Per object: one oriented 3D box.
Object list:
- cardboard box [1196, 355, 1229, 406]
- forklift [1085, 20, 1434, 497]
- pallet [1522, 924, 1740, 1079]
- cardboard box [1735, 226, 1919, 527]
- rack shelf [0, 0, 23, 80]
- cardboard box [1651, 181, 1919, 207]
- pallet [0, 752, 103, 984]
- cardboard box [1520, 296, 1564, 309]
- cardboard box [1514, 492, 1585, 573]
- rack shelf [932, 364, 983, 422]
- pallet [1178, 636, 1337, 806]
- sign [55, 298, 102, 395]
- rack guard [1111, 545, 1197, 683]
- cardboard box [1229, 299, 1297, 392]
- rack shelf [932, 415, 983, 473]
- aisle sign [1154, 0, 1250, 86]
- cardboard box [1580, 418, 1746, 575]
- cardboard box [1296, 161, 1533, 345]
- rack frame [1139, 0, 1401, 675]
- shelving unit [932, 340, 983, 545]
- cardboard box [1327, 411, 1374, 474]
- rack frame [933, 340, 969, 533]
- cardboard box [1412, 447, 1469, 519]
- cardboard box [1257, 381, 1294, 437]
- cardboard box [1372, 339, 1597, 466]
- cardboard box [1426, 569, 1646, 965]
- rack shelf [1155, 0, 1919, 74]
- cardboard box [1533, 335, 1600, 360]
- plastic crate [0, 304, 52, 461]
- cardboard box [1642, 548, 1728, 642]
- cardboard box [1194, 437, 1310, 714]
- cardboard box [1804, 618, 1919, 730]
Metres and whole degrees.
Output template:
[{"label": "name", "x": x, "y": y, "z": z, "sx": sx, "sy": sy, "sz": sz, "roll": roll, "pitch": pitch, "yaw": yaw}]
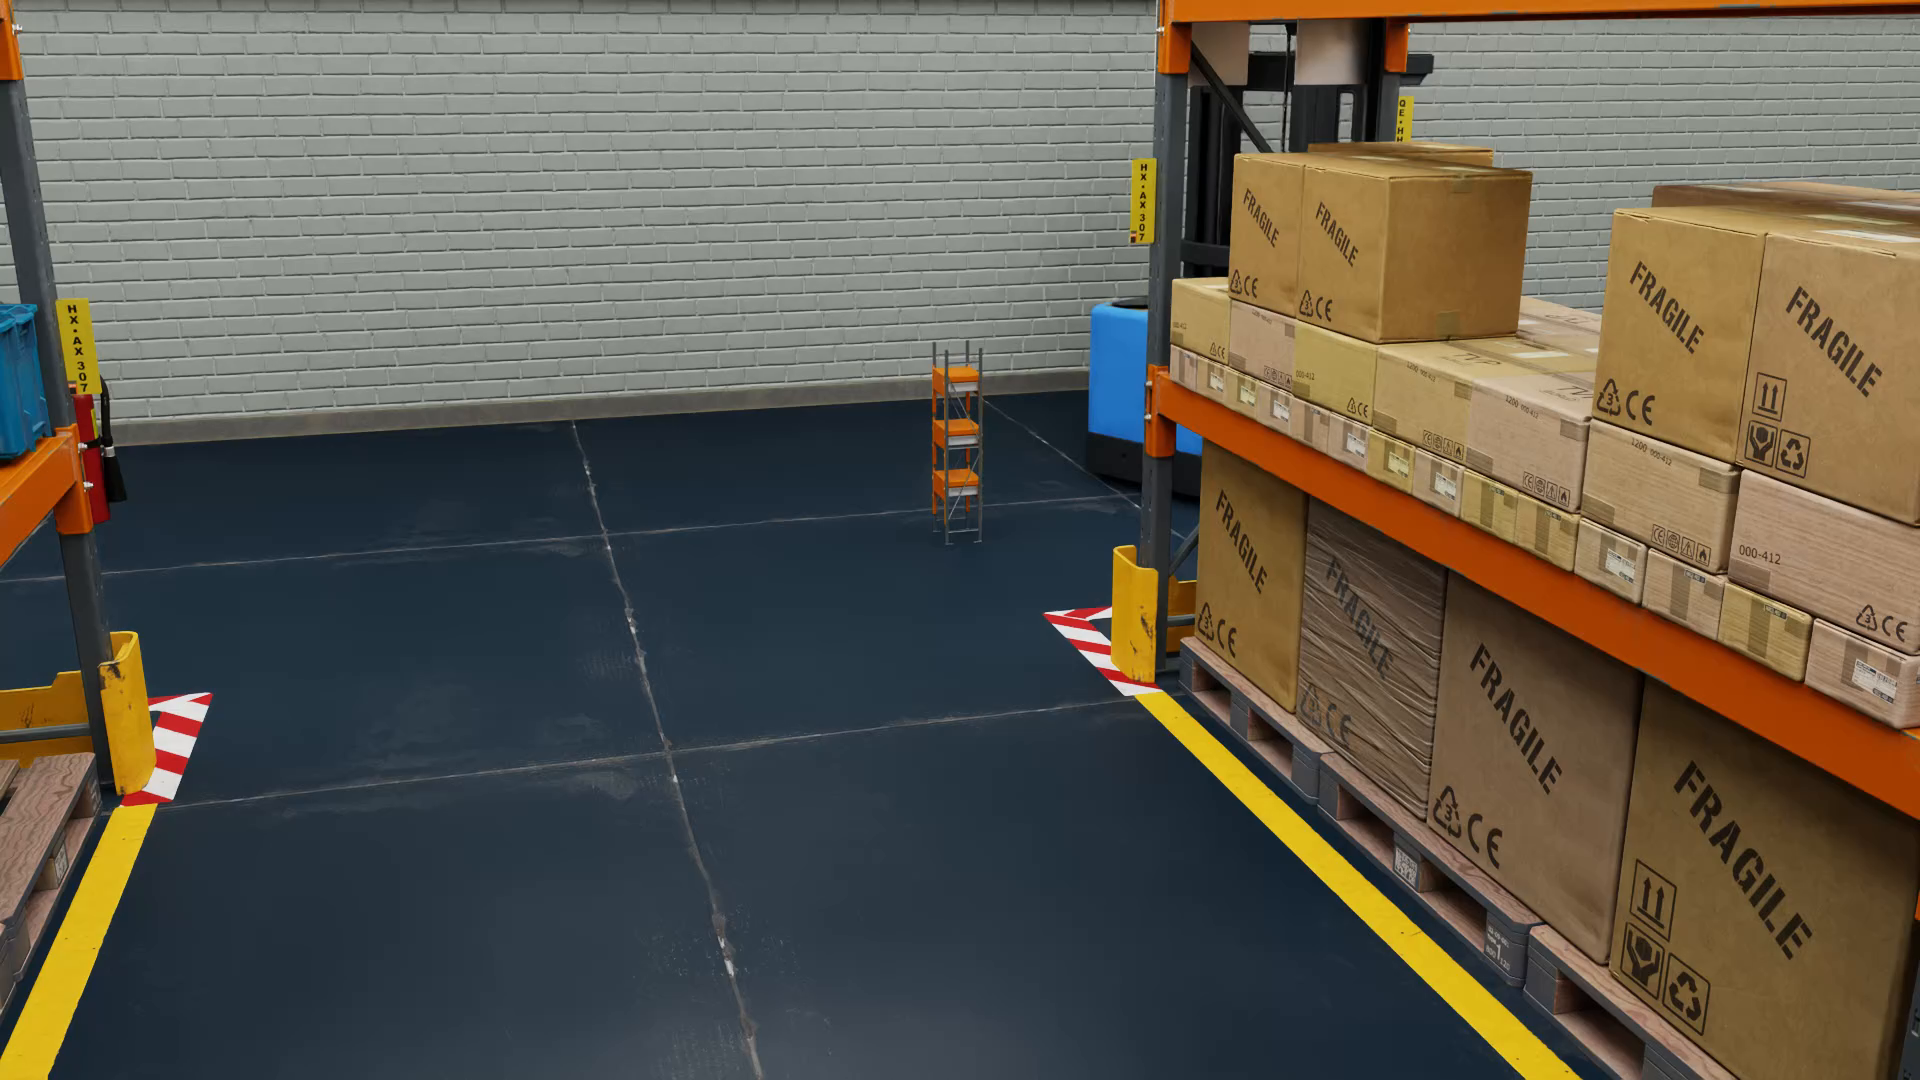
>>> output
[{"label": "cardboard box", "x": 1.106, "y": -0.604, "z": 6.185, "sx": 0.380, "sy": 0.149, "sz": 0.250, "roll": -5, "pitch": 17, "yaw": -16}, {"label": "forklift", "x": 2.174, "y": -1.965, "z": 10.400, "sx": 3.031, "sy": 2.935, "sz": 1.130, "roll": -15, "pitch": 23, "yaw": -42}, {"label": "pallet", "x": 2.219, "y": 1.306, "z": 4.237, "sx": 1.003, "sy": 0.211, "sz": 1.213, "roll": -5, "pitch": 17, "yaw": -15}, {"label": "cardboard box", "x": 1.969, "y": -0.349, "z": 3.339, "sx": 0.500, "sy": 0.500, "sz": 0.500, "roll": -4, "pitch": 17, "yaw": -14}, {"label": "rack shelf", "x": -2.959, "y": -1.067, "z": 3.326, "sx": 1.077, "sy": 0.370, "sz": 4.000, "roll": -5, "pitch": 17, "yaw": -15}, {"label": "cardboard box", "x": 2.192, "y": -0.676, "z": 4.428, "sx": 0.500, "sy": 0.500, "sz": 0.500, "roll": -5, "pitch": 18, "yaw": -17}, {"label": "pallet", "x": -3.319, "y": 1.039, "z": 5.127, "sx": 1.003, "sy": 0.211, "sz": 1.213, "roll": -5, "pitch": 17, "yaw": -15}, {"label": "cardboard box", "x": 1.781, "y": -0.737, "z": 5.934, "sx": 0.500, "sy": 0.250, "sz": 0.500, "roll": -5, "pitch": 17, "yaw": -16}, {"label": "cardboard box", "x": 1.671, "y": -0.036, "z": 4.294, "sx": 0.380, "sy": 0.149, "sz": 0.250, "roll": -4, "pitch": 17, "yaw": -14}, {"label": "rack shelf", "x": -0.015, "y": -0.779, "z": 8.772, "sx": 0.215, "sy": 0.259, "sz": 0.240, "roll": -5, "pitch": 17, "yaw": -15}, {"label": "pallet", "x": 1.549, "y": 0.631, "z": 6.484, "sx": 1.003, "sy": 0.211, "sz": 1.213, "roll": -5, "pitch": 17, "yaw": -15}, {"label": "sign", "x": -2.984, "y": -0.654, "z": 5.632, "sx": 0.100, "sy": 0.325, "sz": 0.005, "roll": -5, "pitch": 17, "yaw": -15}, {"label": "rack guard", "x": 1.247, "y": 0.271, "z": 7.181, "sx": 1.175, "sy": 0.500, "sz": 0.348, "roll": -5, "pitch": 17, "yaw": -15}, {"label": "cardboard box", "x": 1.275, "y": -0.693, "z": 5.788, "sx": 0.500, "sy": 0.250, "sz": 0.500, "roll": -5, "pitch": 17, "yaw": -16}, {"label": "rack shelf", "x": -0.015, "y": -0.507, "z": 8.853, "sx": 0.215, "sy": 0.259, "sz": 0.240, "roll": -5, "pitch": 17, "yaw": -15}, {"label": "aisle sign", "x": 0.945, "y": -2.161, "z": 6.412, "sx": 0.394, "sy": 0.787, "sz": 0.004, "roll": -5, "pitch": 17, "yaw": -15}, {"label": "cardboard box", "x": 1.835, "y": -0.128, "z": 3.908, "sx": 0.500, "sy": 0.250, "sz": 0.500, "roll": -4, "pitch": 17, "yaw": -14}, {"label": "cardboard box", "x": 1.412, "y": -0.914, "z": 5.221, "sx": 0.500, "sy": 0.500, "sz": 0.500, "roll": -5, "pitch": 17, "yaw": -17}, {"label": "rack frame", "x": 1.254, "y": -0.919, "z": 6.799, "sx": 1.000, "sy": 3.000, "sz": 0.127, "roll": -5, "pitch": 17, "yaw": -15}, {"label": "shelving unit", "x": -0.015, "y": -0.518, "z": 8.850, "sx": 0.215, "sy": 1.050, "sz": 0.252, "roll": -5, "pitch": 17, "yaw": -15}, {"label": "cardboard box", "x": 1.390, "y": -0.319, "z": 5.238, "sx": 0.380, "sy": 0.149, "sz": 0.250, "roll": -5, "pitch": 17, "yaw": -16}, {"label": "rack frame", "x": -0.048, "y": -0.551, "z": 8.963, "sx": 0.200, "sy": 1.050, "sz": 0.008, "roll": -5, "pitch": 17, "yaw": -15}, {"label": "cardboard box", "x": 1.532, "y": -0.177, "z": 4.764, "sx": 0.380, "sy": 0.149, "sz": 0.250, "roll": -4, "pitch": 17, "yaw": -14}, {"label": "cardboard box", "x": 1.249, "y": -0.461, "z": 5.710, "sx": 0.380, "sy": 0.149, "sz": 0.250, "roll": -5, "pitch": 17, "yaw": -16}, {"label": "cardboard box", "x": 1.558, "y": -0.410, "z": 4.845, "sx": 0.500, "sy": 0.250, "sz": 0.500, "roll": -5, "pitch": 17, "yaw": -16}, {"label": "cardboard box", "x": 2.001, "y": 0.566, "z": 4.818, "sx": 0.875, "sy": 0.875, "sz": 0.875, "roll": -5, "pitch": 17, "yaw": -15}, {"label": "rack shelf", "x": 1.803, "y": -1.458, "z": 4.629, "sx": 1.077, "sy": 0.370, "sz": 4.000, "roll": -5, "pitch": 17, "yaw": -15}, {"label": "cardboard box", "x": 2.068, "y": -0.452, "z": 4.987, "sx": 0.500, "sy": 0.250, "sz": 0.500, "roll": -5, "pitch": 17, "yaw": -15}, {"label": "plastic crate", "x": -3.237, "y": -0.496, "z": 5.222, "sx": 0.616, "sy": 0.435, "sz": 0.499, "roll": -5, "pitch": 17, "yaw": -15}, {"label": "cardboard box", "x": 1.813, "y": 0.107, "z": 3.820, "sx": 0.380, "sy": 0.149, "sz": 0.250, "roll": -5, "pitch": 17, "yaw": -16}, {"label": "cardboard box", "x": 1.506, "y": 0.068, "z": 6.476, "sx": 0.875, "sy": 0.875, "sz": 0.875, "roll": -5, "pitch": 17, "yaw": -15}, {"label": "cardboard box", "x": 1.954, "y": 0.249, "z": 3.346, "sx": 0.380, "sy": 0.149, "sz": 0.250, "roll": -5, "pitch": 17, "yaw": -15}]
